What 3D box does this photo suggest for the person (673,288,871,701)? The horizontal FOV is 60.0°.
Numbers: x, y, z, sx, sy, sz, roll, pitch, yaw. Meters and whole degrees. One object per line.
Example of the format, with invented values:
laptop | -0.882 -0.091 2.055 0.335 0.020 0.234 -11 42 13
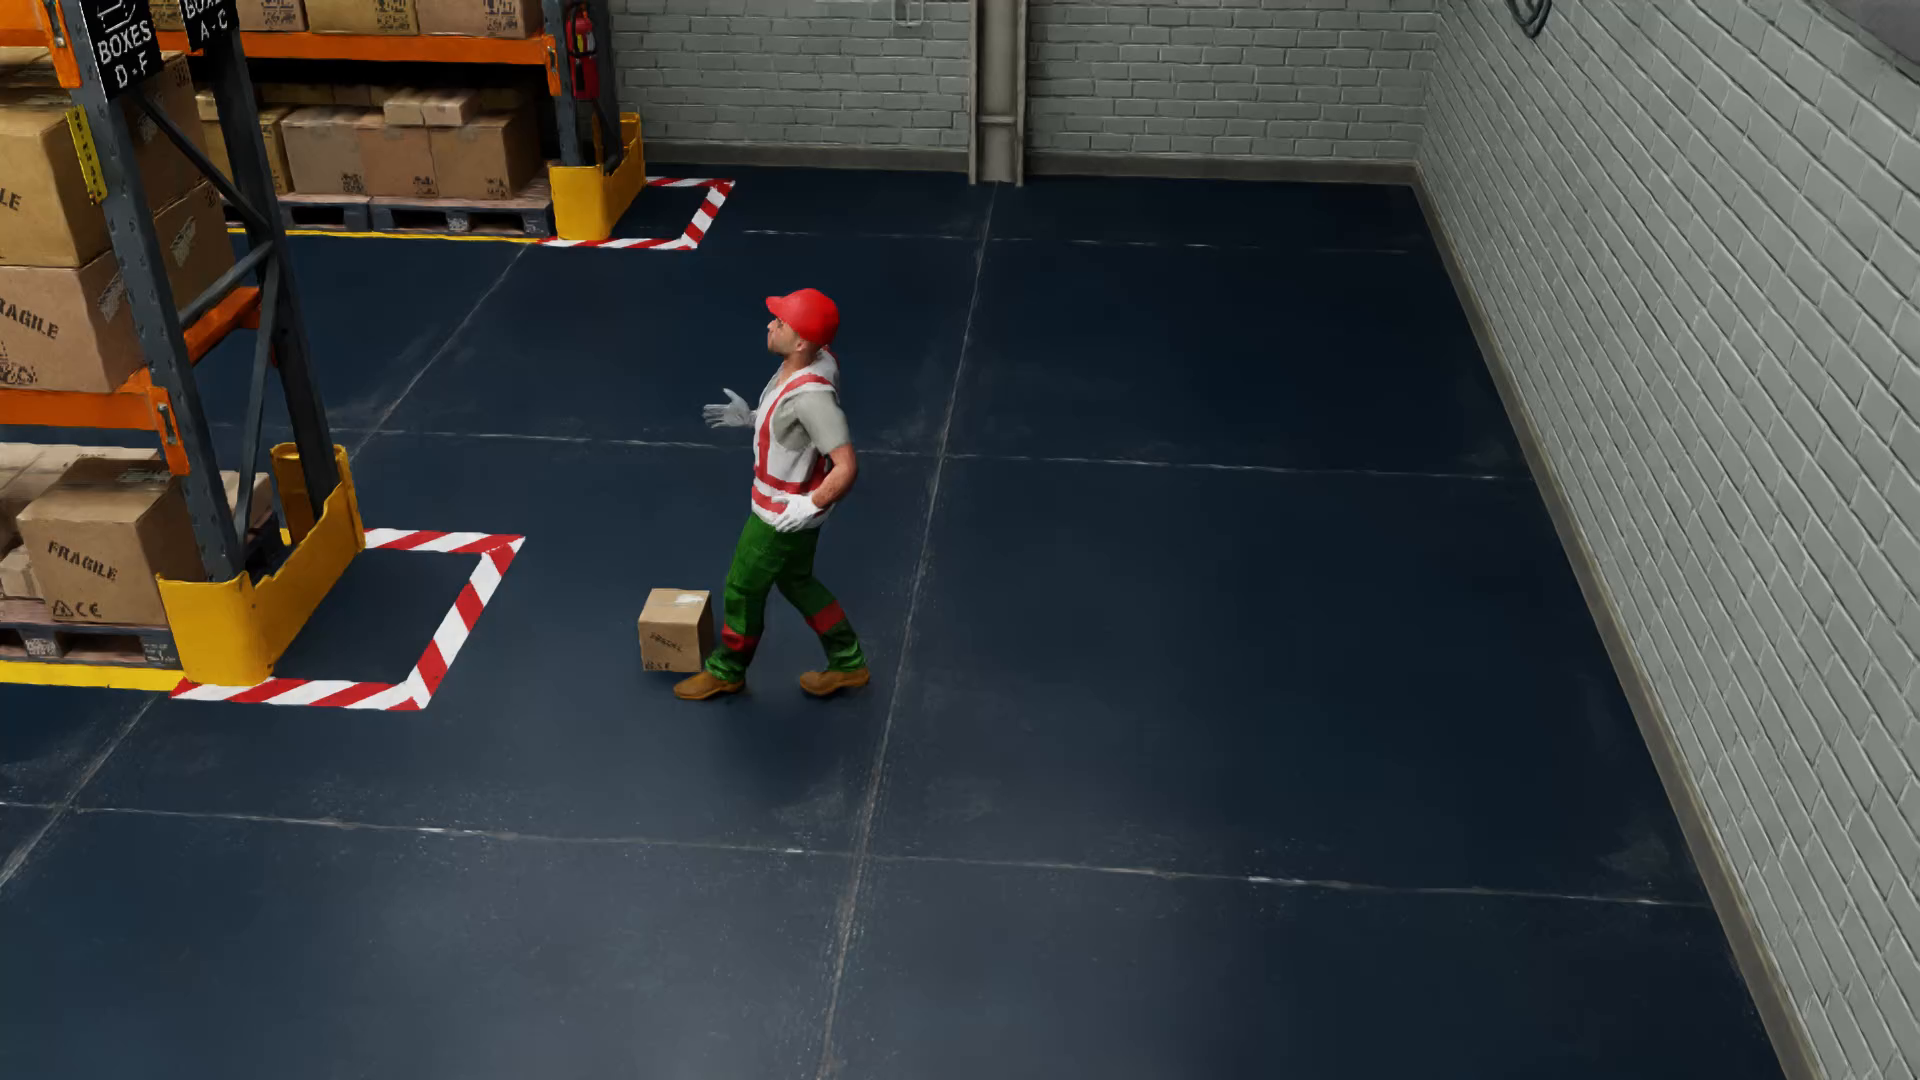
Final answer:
person | -0.744 -0.146 6.367 0.825 1.766 0.615 6 32 9
